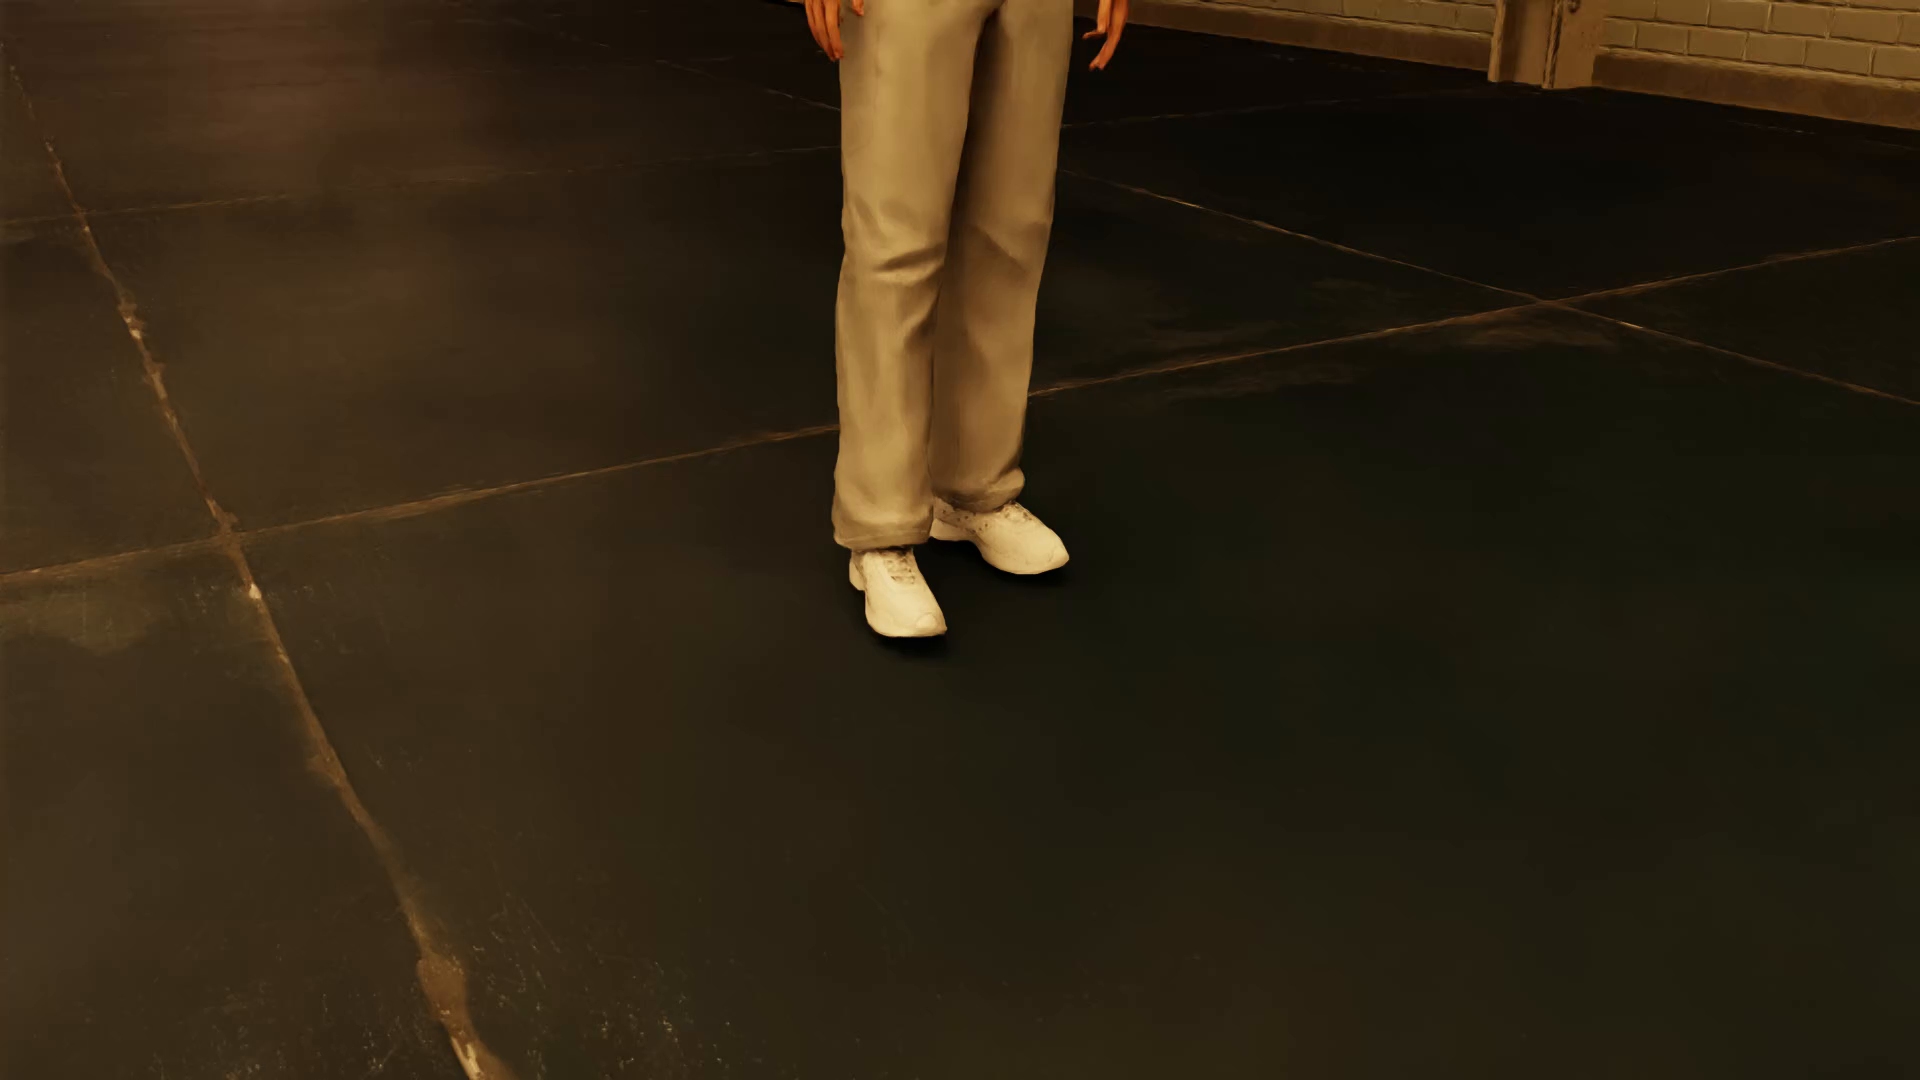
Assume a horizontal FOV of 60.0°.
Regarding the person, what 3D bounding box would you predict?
[{"bbox_3d":[0.026,-0.755,2.248,0.550,1.674,0.548,-12,25,-28],"label":"person"}]
